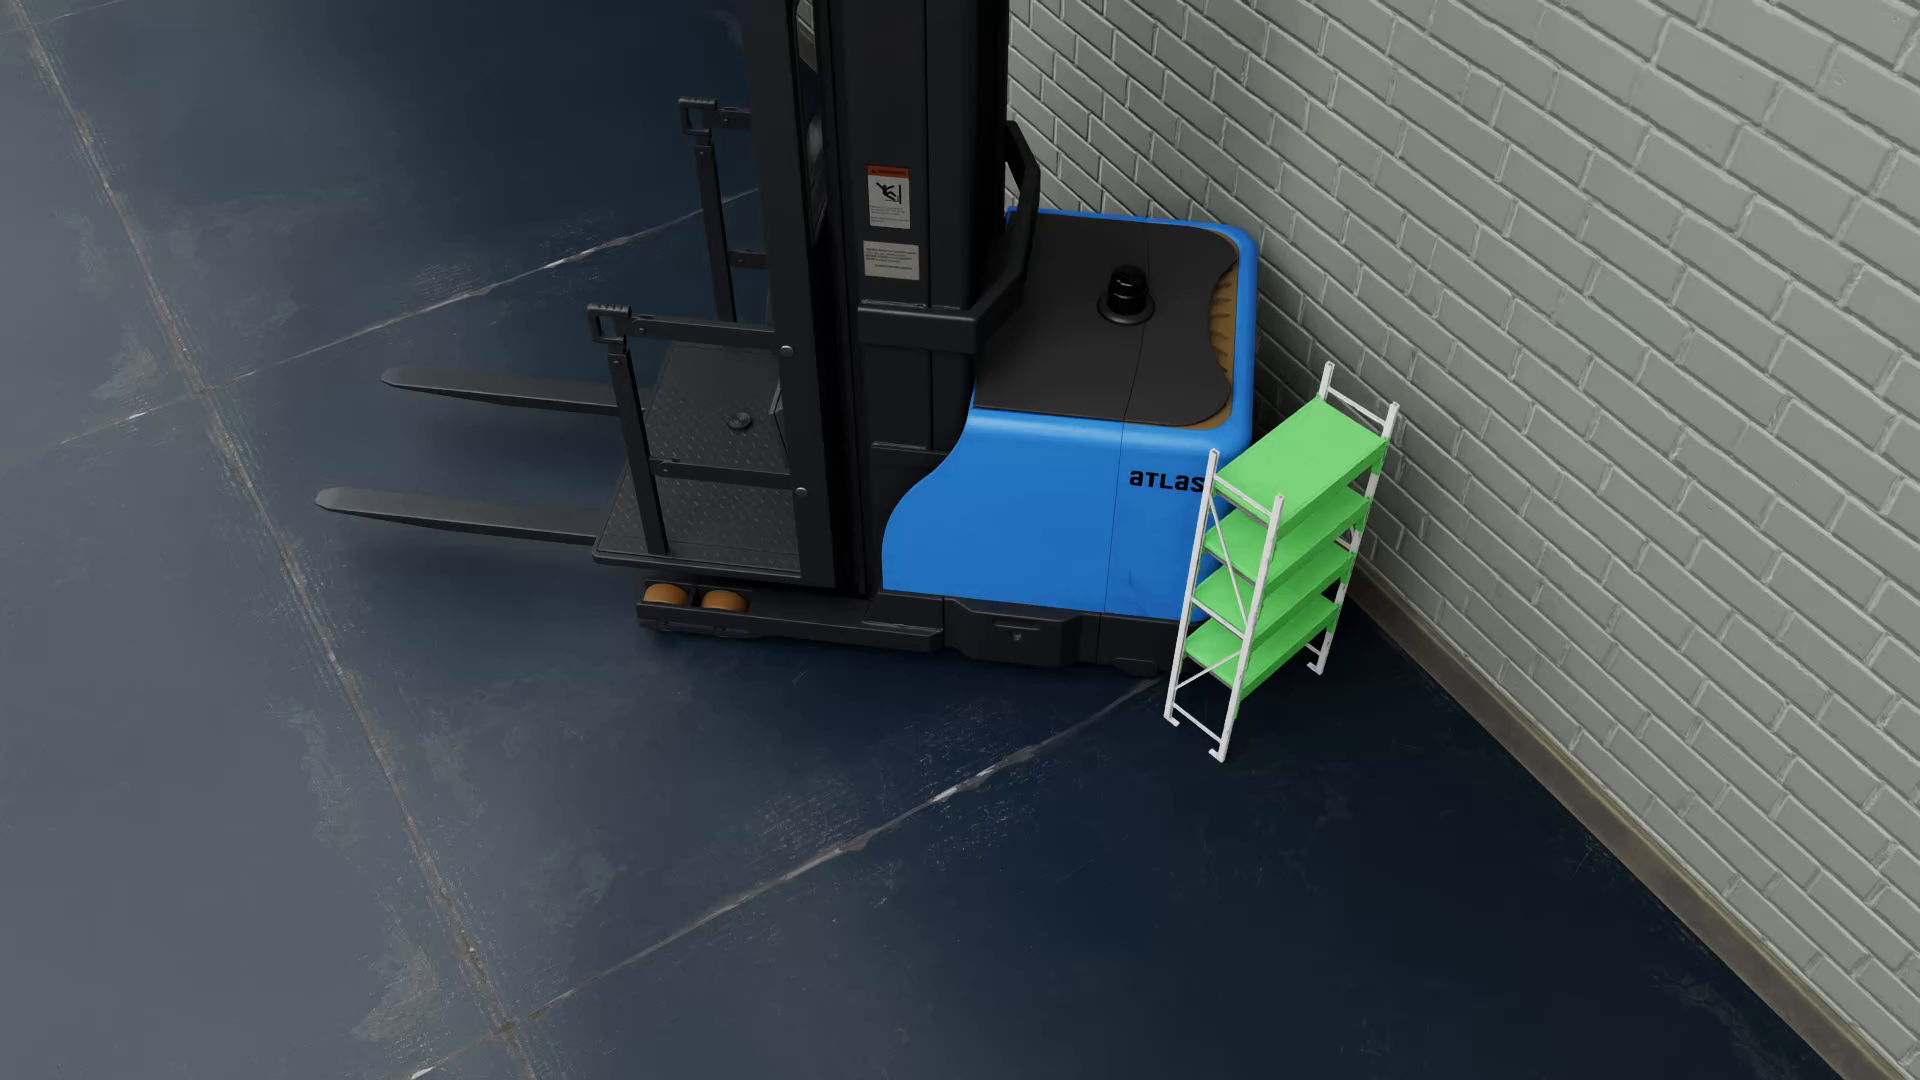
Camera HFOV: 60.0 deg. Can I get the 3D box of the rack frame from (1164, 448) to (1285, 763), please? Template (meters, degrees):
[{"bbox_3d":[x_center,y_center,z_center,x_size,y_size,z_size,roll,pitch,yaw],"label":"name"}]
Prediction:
[{"bbox_3d":[0.736,0.224,4.744,0.015,1.200,0.240,-36,58,-27],"label":"rack frame"}]

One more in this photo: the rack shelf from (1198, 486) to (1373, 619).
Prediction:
[{"bbox_3d":[0.914,-0.018,4.725,0.480,0.148,0.258,-36,58,-27],"label":"rack shelf"}]

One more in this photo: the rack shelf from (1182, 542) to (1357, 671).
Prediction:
[{"bbox_3d":[0.912,0.140,4.905,0.480,0.148,0.258,-36,58,-27],"label":"rack shelf"}]

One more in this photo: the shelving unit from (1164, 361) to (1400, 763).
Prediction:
[{"bbox_3d":[0.912,0.098,4.857,0.503,1.200,0.258,-36,58,-27],"label":"shelving unit"}]

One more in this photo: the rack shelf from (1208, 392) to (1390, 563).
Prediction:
[{"bbox_3d":[0.916,-0.176,4.544,0.480,0.148,0.258,-36,58,-27],"label":"rack shelf"}]

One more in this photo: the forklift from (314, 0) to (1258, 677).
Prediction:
[{"bbox_3d":[-0.618,-1.040,4.713,3.031,2.935,1.130,6,49,5],"label":"forklift"}]

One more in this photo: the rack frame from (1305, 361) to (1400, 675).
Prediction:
[{"bbox_3d":[1.088,-0.029,4.970,0.015,1.200,0.240,-36,58,-27],"label":"rack frame"}]

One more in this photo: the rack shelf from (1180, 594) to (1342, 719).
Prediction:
[{"bbox_3d":[0.910,0.298,5.086,0.480,0.148,0.258,-36,58,-27],"label":"rack shelf"}]
